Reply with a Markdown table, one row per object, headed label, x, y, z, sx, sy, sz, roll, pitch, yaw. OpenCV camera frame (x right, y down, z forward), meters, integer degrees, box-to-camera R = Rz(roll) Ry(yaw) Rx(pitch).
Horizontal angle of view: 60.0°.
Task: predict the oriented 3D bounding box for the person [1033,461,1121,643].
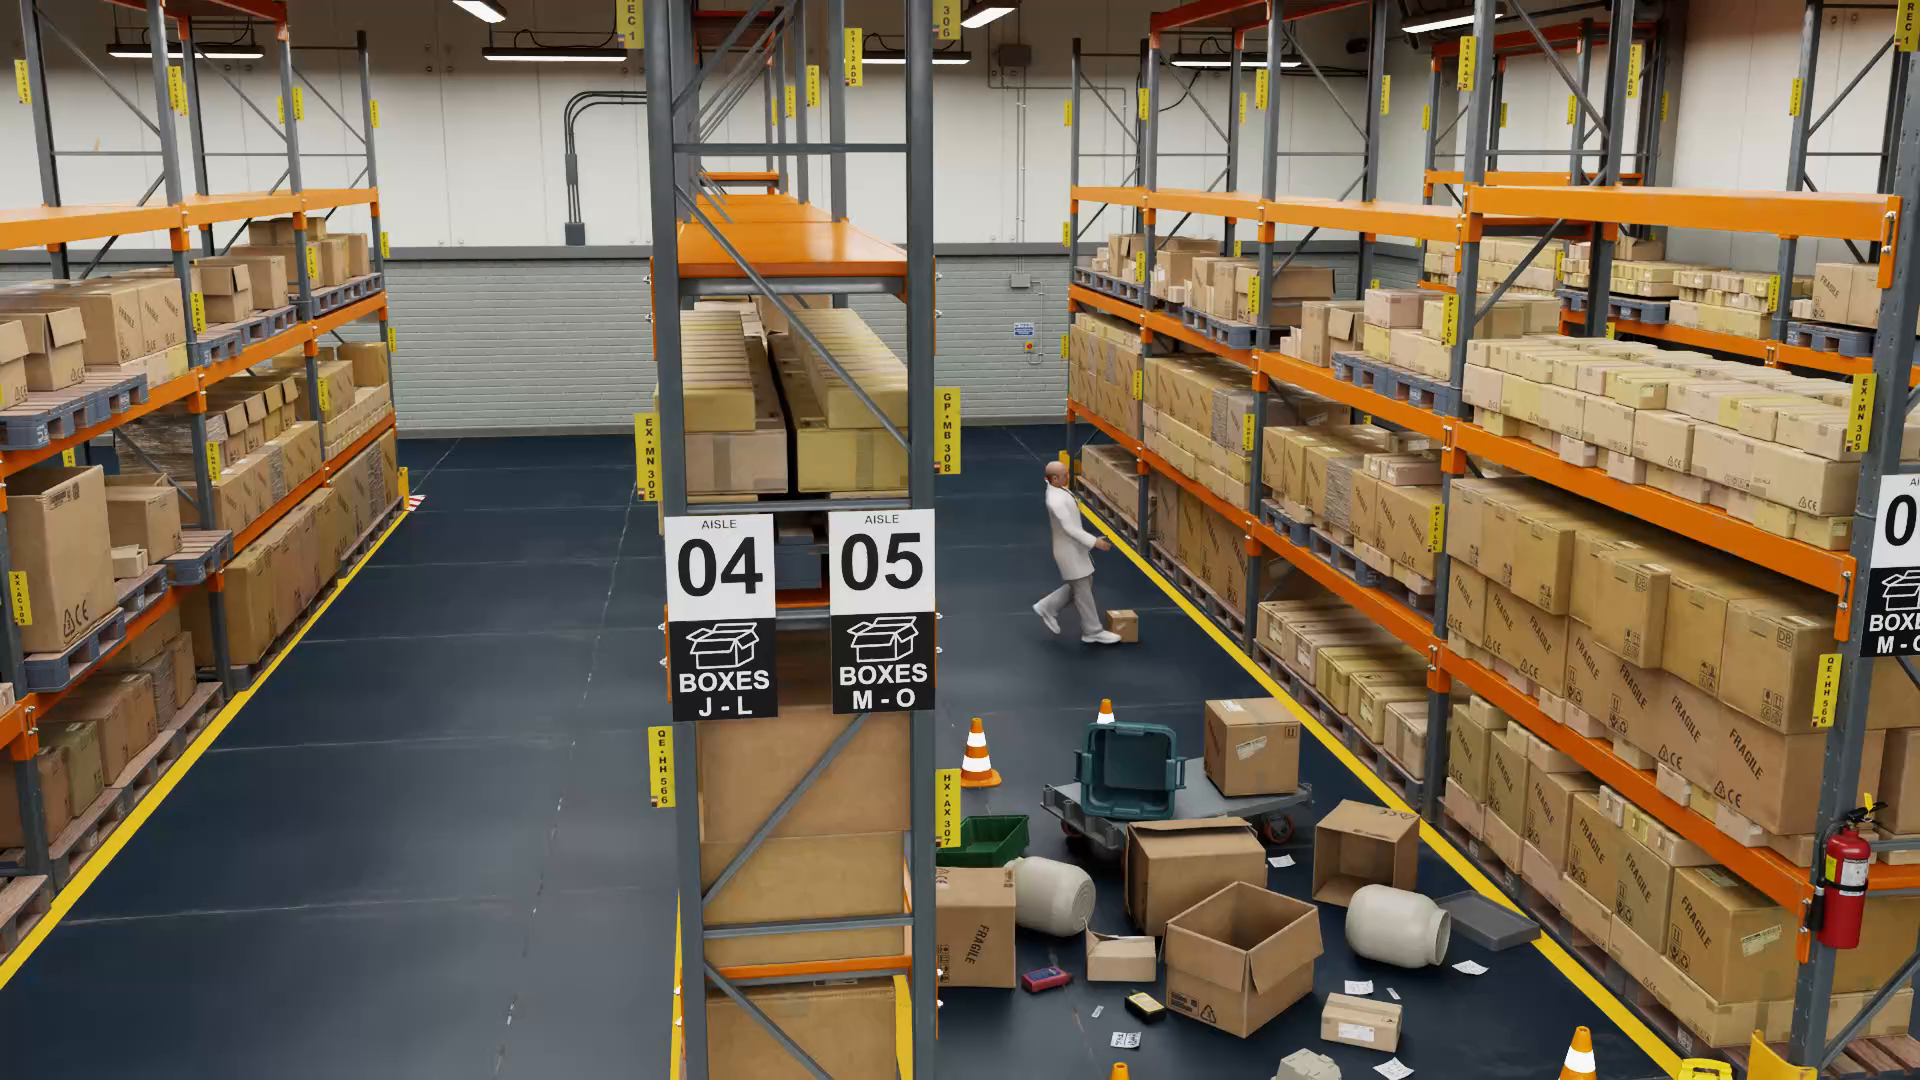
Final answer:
| label | x | y | z | sx | sy | sz | roll | pitch | yaw |
| --- | --- | --- | --- | --- | --- | --- | --- | --- | --- |
| person | 1.106 | 0.102 | 15.604 | 0.838 | 1.729 | 0.667 | 1 | 13 | 3 |
